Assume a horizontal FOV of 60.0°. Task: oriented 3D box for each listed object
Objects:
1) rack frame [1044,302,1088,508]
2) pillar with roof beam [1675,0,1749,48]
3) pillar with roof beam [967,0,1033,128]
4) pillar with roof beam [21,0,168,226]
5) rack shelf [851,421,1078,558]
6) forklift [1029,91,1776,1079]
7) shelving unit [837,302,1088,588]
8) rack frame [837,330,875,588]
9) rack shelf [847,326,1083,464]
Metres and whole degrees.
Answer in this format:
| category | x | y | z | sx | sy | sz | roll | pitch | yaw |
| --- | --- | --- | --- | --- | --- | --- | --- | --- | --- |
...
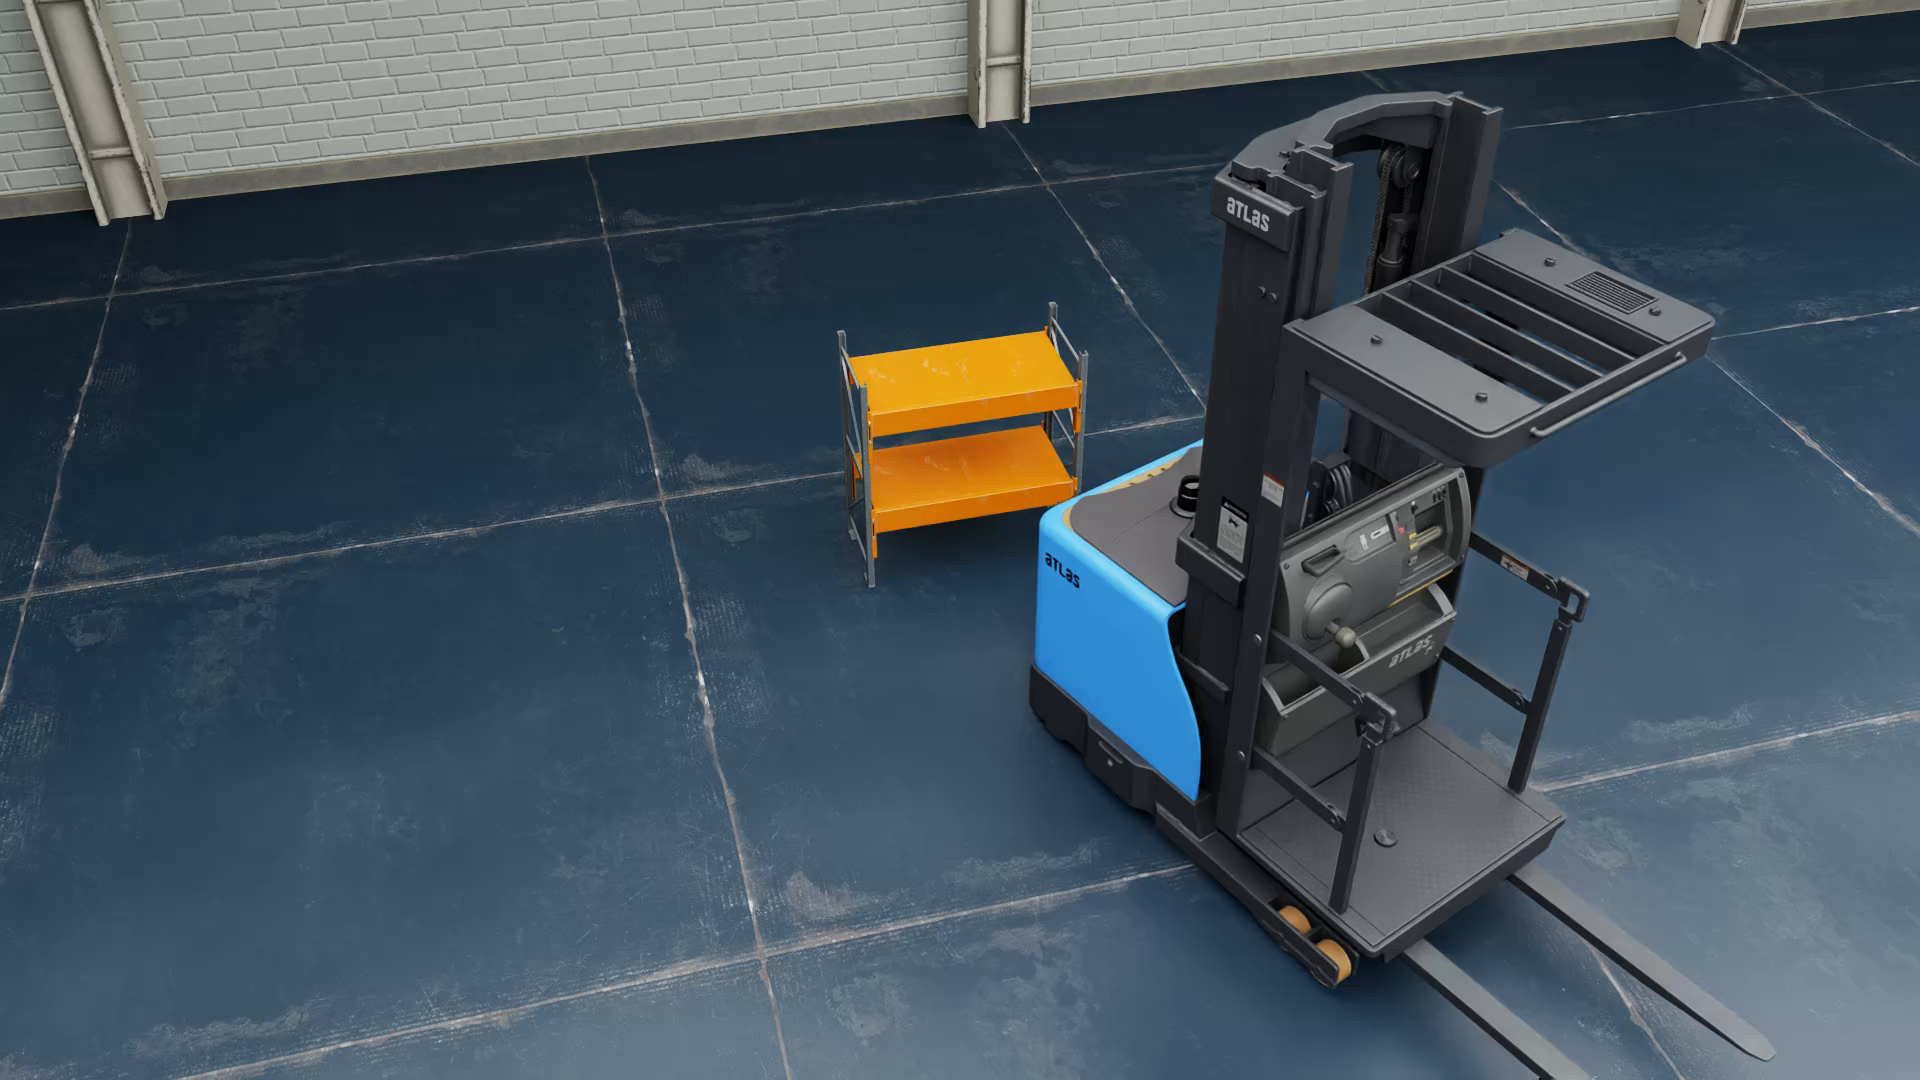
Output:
| category | x | y | z | sx | sy | sz | roll | pitch | yaw |
| --- | --- | --- | --- | --- | --- | --- | --- | --- | --- |
| rack frame | 0.497 | -0.528 | 7.994 | 0.032 | 1.125 | 0.500 | -9 | 38 | -12 |
| pillar with roof beam | 7.200 | -5.136 | 7.538 | 0.400 | 9.000 | 9.100 | -9 | 38 | -12 |
| pillar with roof beam | 1.408 | -4.186 | 6.295 | 0.400 | 9.000 | 9.100 | -9 | 38 | -12 |
| pillar with roof beam | -4.385 | -3.236 | 5.053 | 0.400 | 9.000 | 9.100 | -9 | 38 | -12 |
| rack shelf | 0.007 | -0.254 | 8.038 | 1.000 | 0.278 | 0.538 | -9 | 38 | -12 |
| forklift | 1.582 | 0.125 | 5.653 | 1.130 | 2.935 | 3.031 | -24 | 44 | -28 |
| shelving unit | 0.007 | -0.448 | 7.889 | 1.048 | 1.125 | 0.538 | -9 | 38 | -12 |
| rack frame | -0.484 | -0.367 | 7.784 | 0.032 | 1.125 | 0.500 | -9 | 38 | -12 |
| rack shelf | 0.007 | -0.680 | 7.711 | 1.000 | 0.278 | 0.538 | -9 | 38 | -12 |
